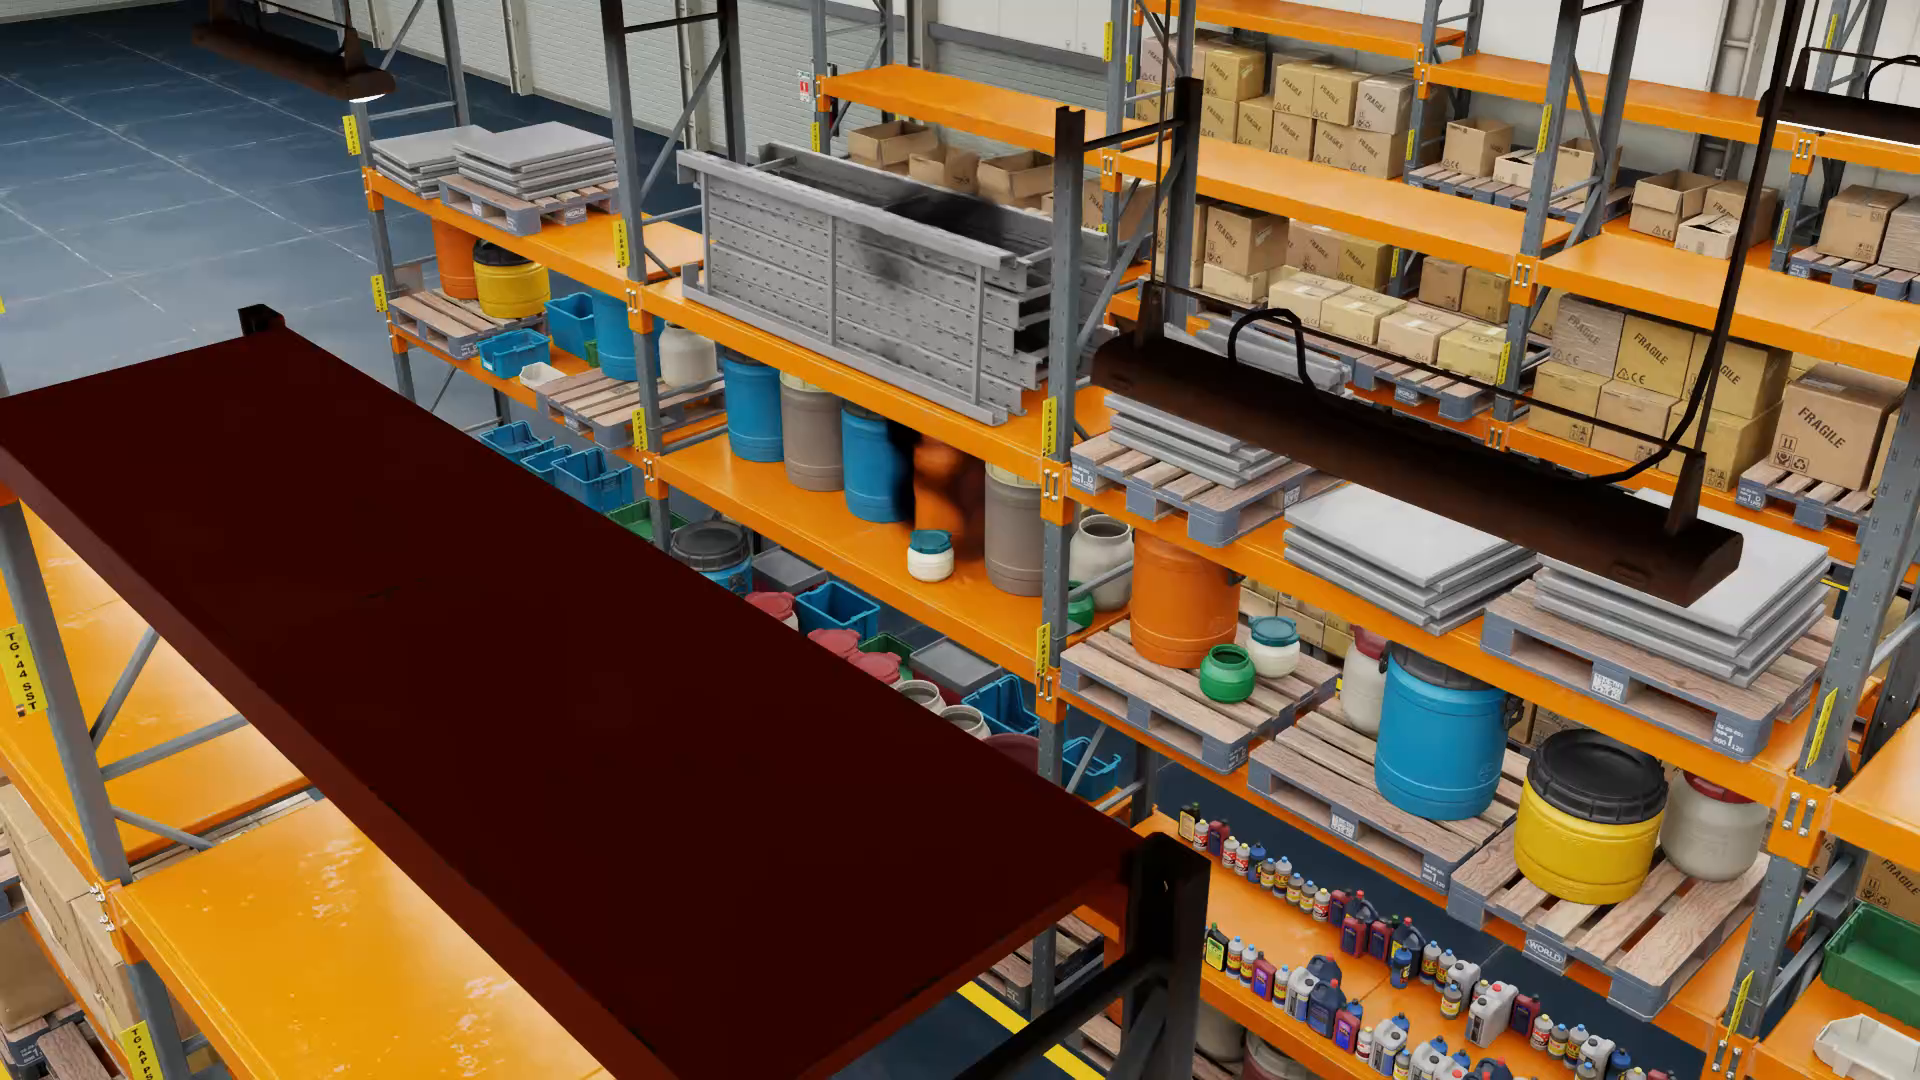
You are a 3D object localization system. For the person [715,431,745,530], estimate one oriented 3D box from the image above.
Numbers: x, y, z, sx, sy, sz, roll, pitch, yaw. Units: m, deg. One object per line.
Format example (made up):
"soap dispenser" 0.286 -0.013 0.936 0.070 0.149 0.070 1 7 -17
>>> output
"person" -2.079 -0.203 15.443 0.777 1.751 0.547 21 35 34

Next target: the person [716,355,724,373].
"person" -3.126 -2.498 19.635 0.976 1.760 0.712 -9 30 -17
